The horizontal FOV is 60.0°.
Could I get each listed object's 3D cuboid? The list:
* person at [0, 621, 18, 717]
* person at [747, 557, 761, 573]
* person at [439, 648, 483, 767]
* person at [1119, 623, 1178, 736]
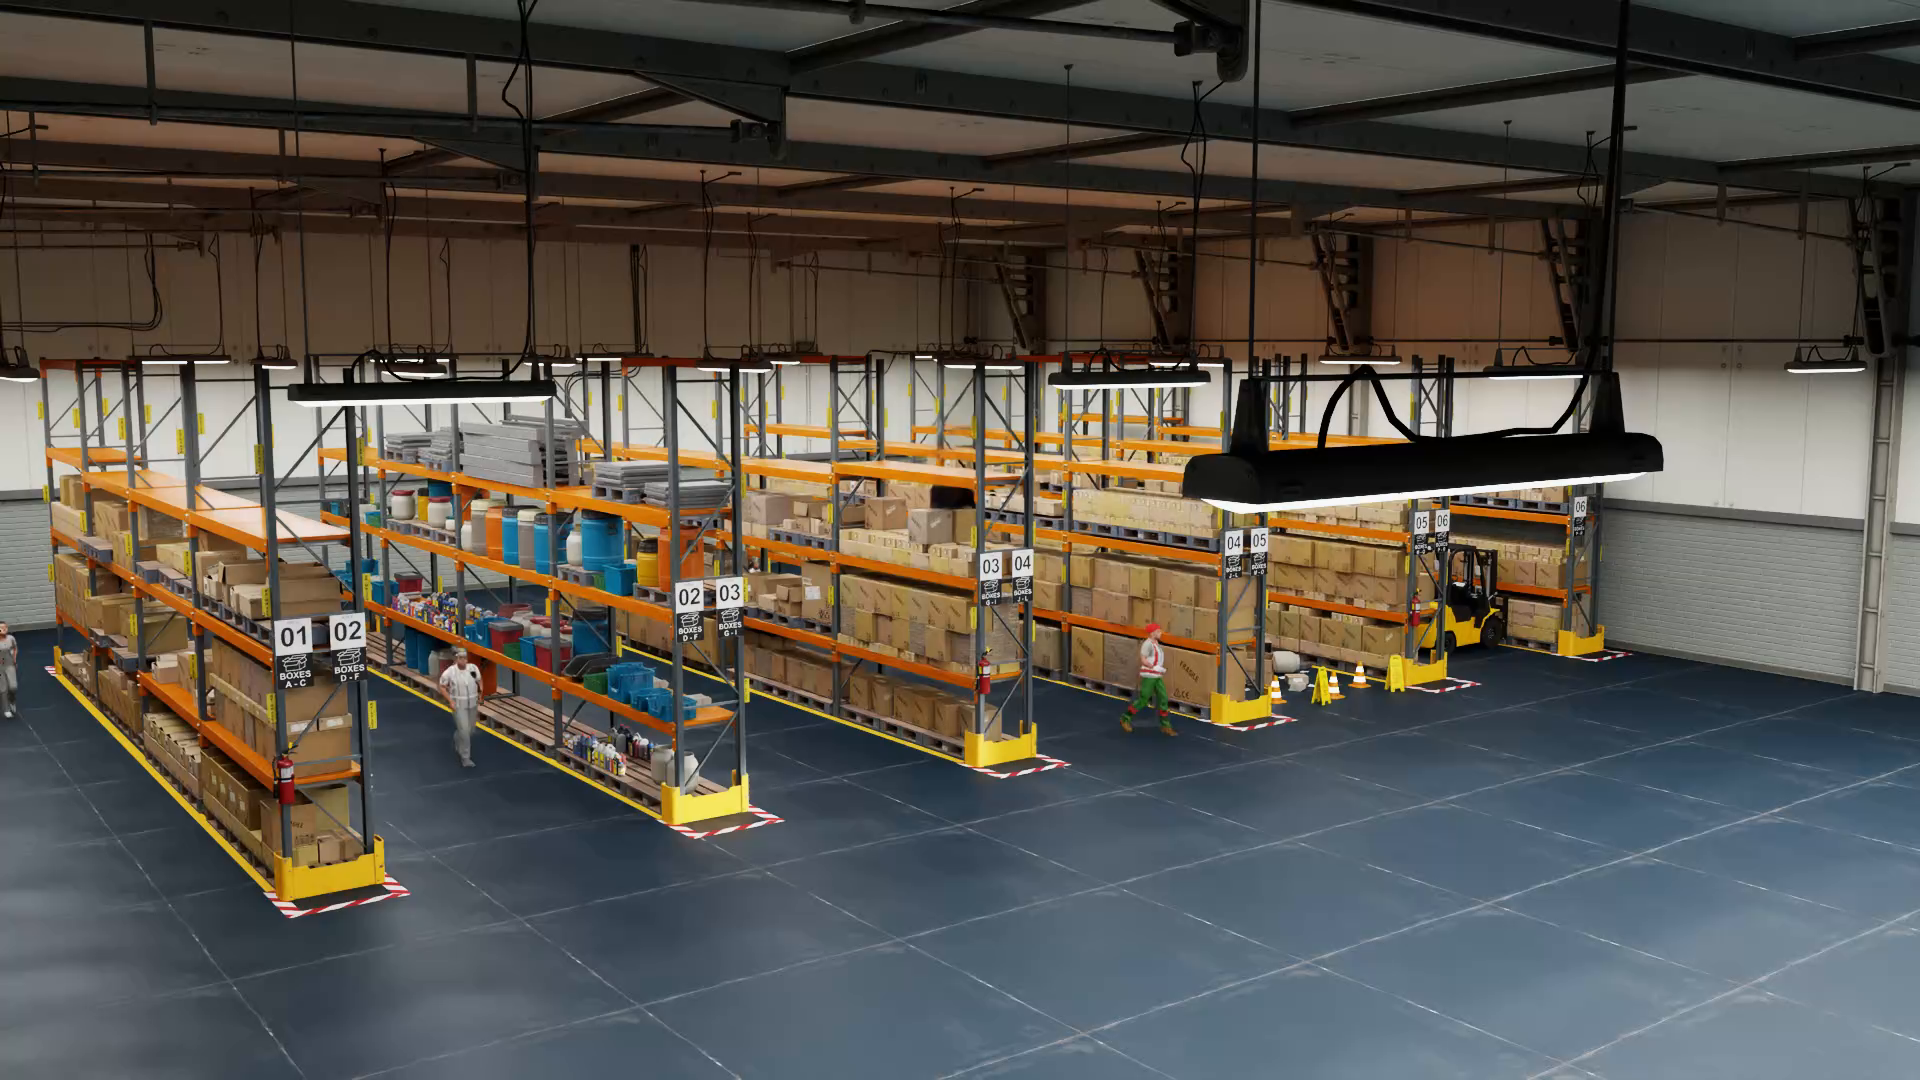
[{"bbox_3d":[-16.044,2.171,27.913,0.558,1.638,0.549,7,10,44],"label":"person"},{"bbox_3d":[-4.371,1.179,36.055,0.529,1.653,0.606,6,9,43],"label":"person"},{"bbox_3d":[-7.493,2.474,24.993,0.658,1.800,0.786,-5,9,-38],"label":"person"},{"bbox_3d":[3.117,2.224,26.810,0.966,1.772,0.725,4,8,29],"label":"person"}]
